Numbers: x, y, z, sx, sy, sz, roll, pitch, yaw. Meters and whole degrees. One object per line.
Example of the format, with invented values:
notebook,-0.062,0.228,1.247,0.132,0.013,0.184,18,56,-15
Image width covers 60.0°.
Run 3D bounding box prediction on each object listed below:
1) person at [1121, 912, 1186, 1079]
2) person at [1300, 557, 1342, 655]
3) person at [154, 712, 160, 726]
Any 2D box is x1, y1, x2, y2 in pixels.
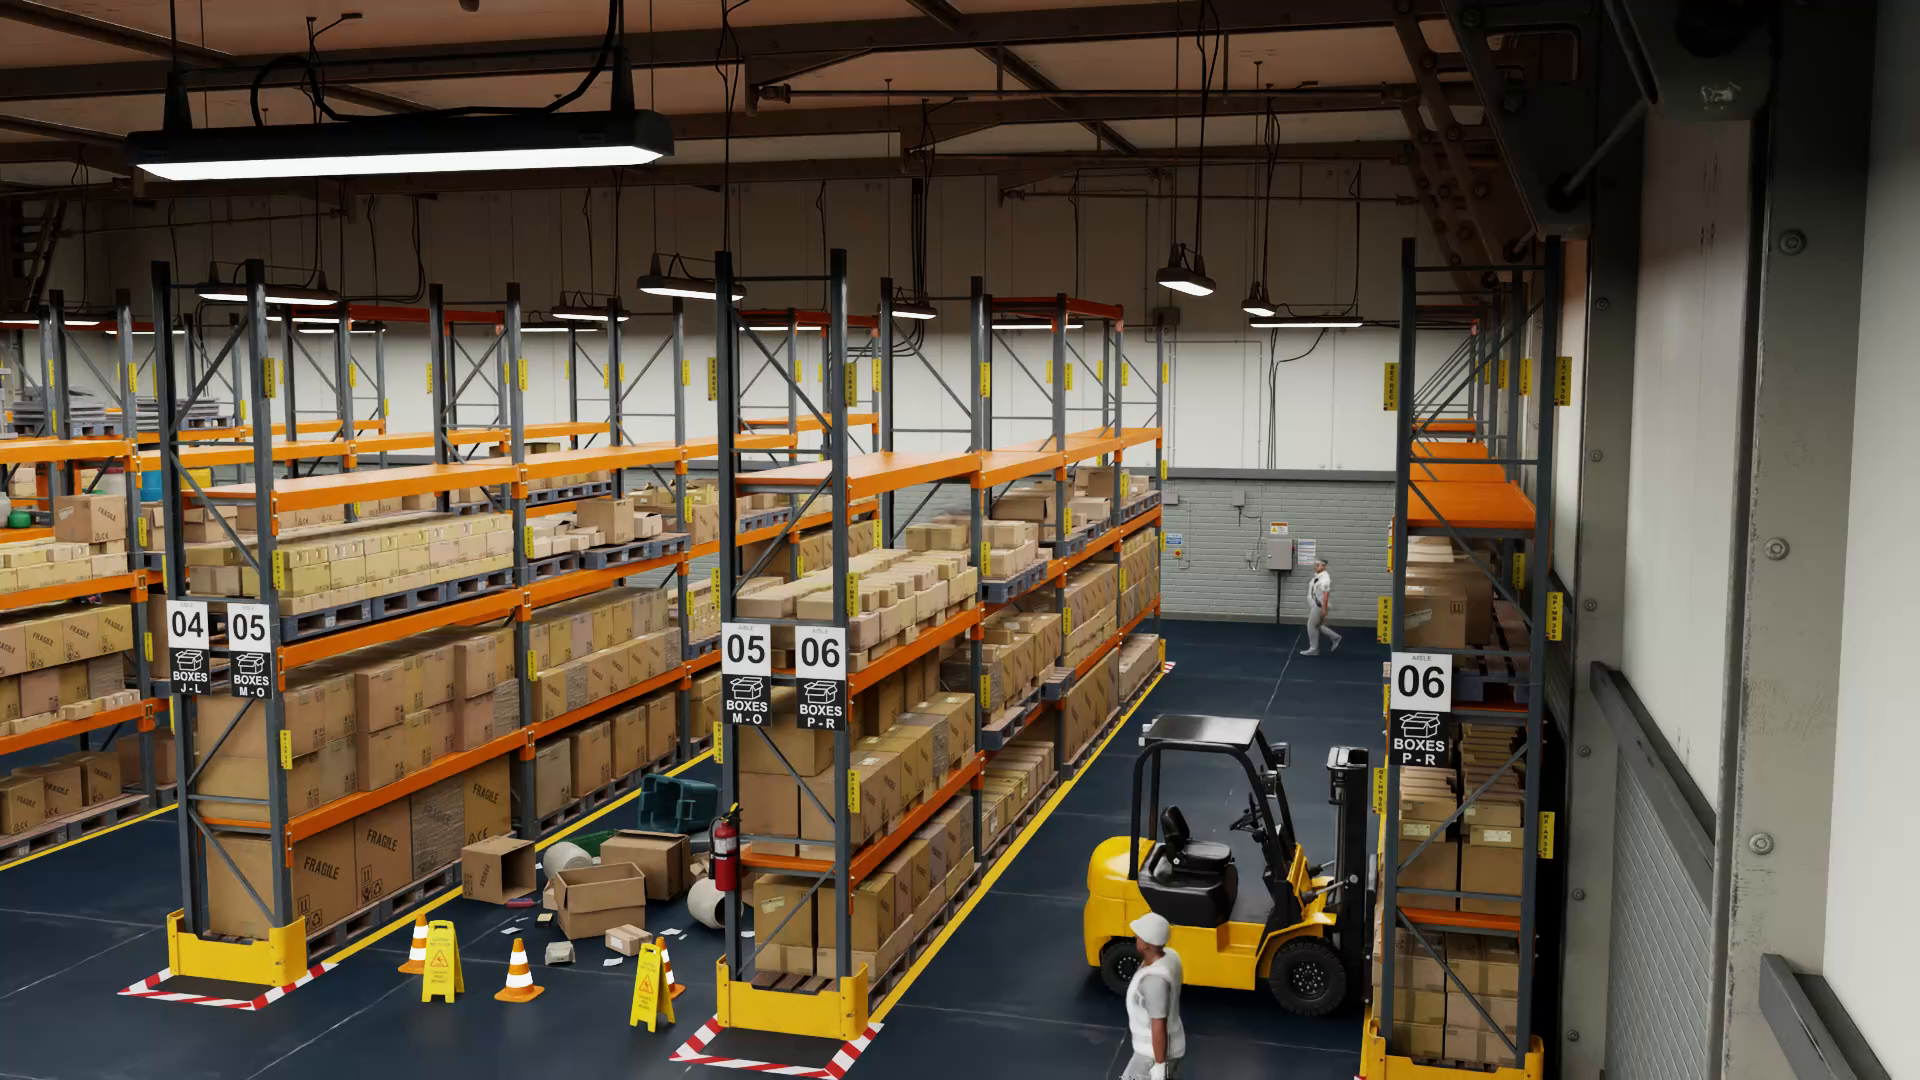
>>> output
person,1.278,3.191,10.472,1.017,1.751,0.616,1,6,9
person,6.416,1.164,29.446,0.730,1.743,0.525,1,6,11
person,-11.336,1.817,23.605,0.751,1.783,1.009,0,6,4
